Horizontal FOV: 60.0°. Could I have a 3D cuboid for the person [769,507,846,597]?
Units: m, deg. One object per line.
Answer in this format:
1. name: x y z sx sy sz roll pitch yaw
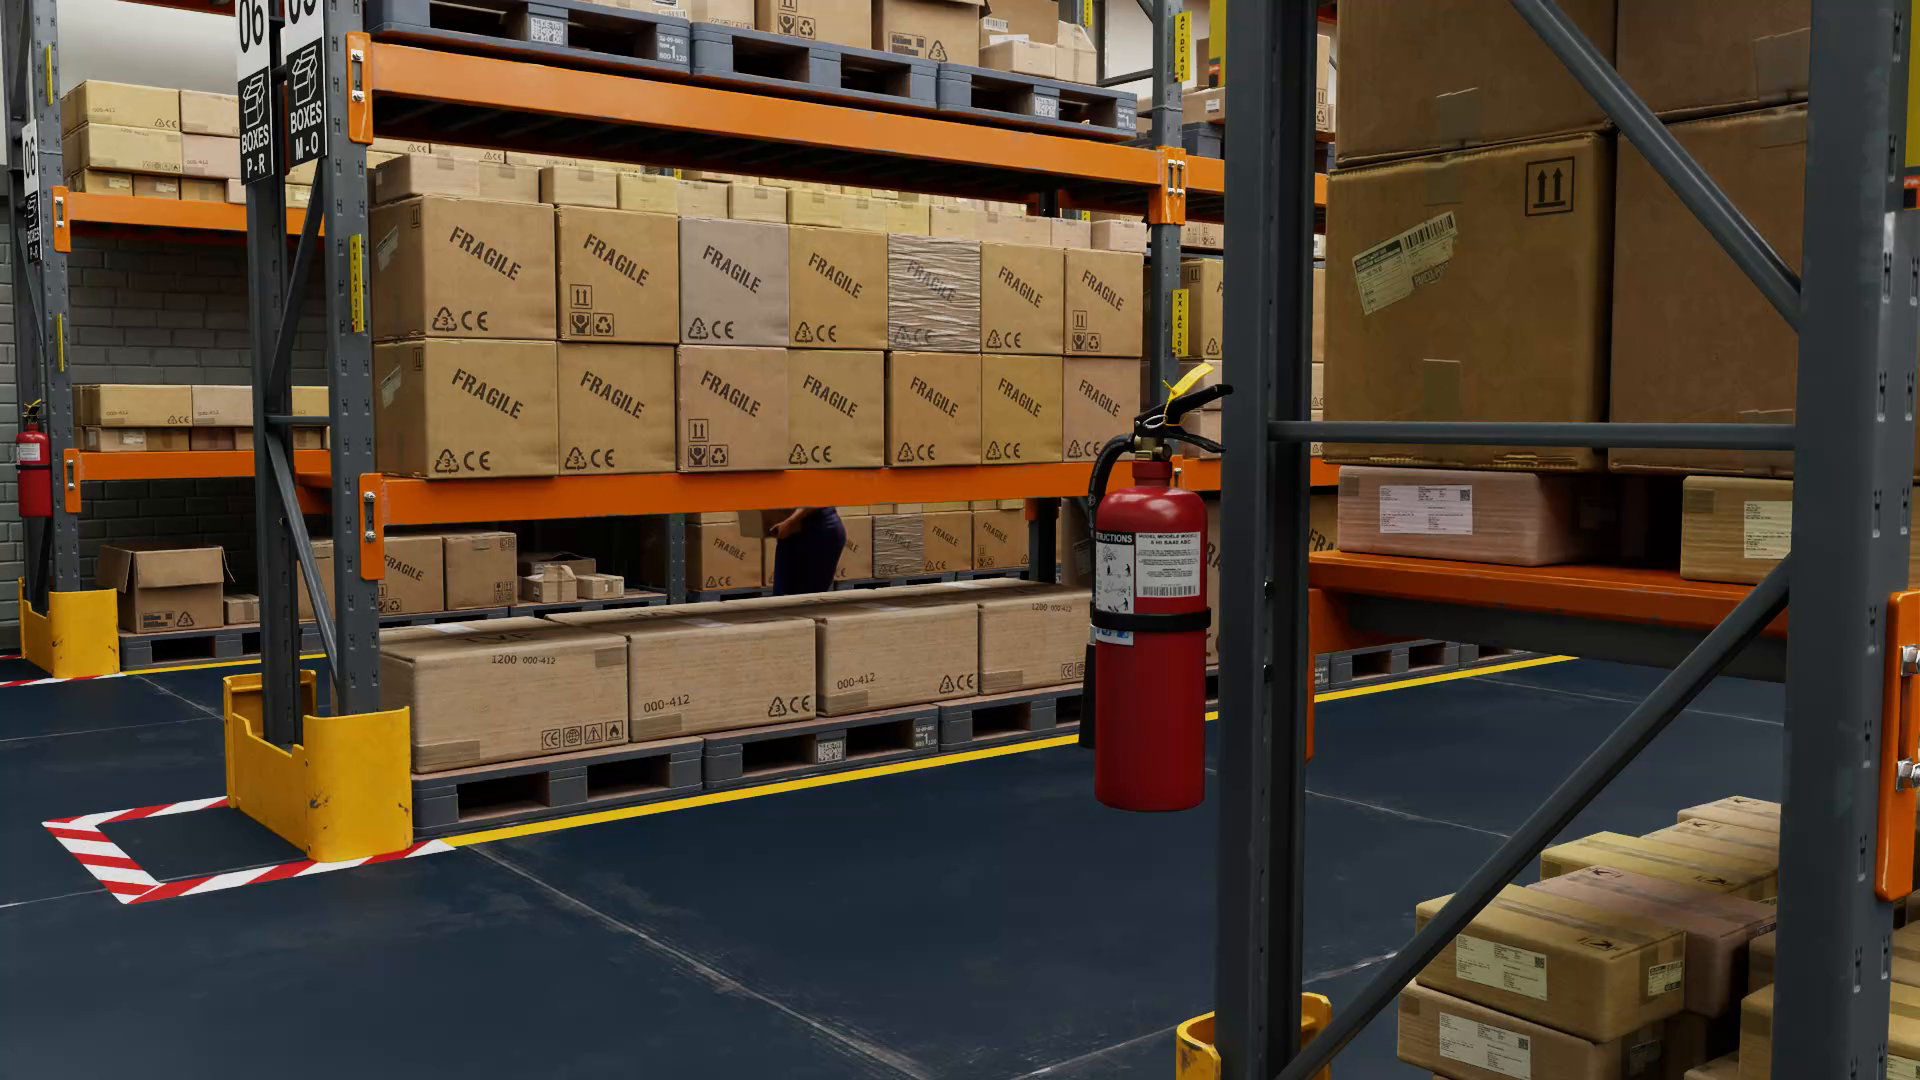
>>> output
1. person: -0.917 0.006 9.344 0.519 1.640 0.452 -3 6 -38
